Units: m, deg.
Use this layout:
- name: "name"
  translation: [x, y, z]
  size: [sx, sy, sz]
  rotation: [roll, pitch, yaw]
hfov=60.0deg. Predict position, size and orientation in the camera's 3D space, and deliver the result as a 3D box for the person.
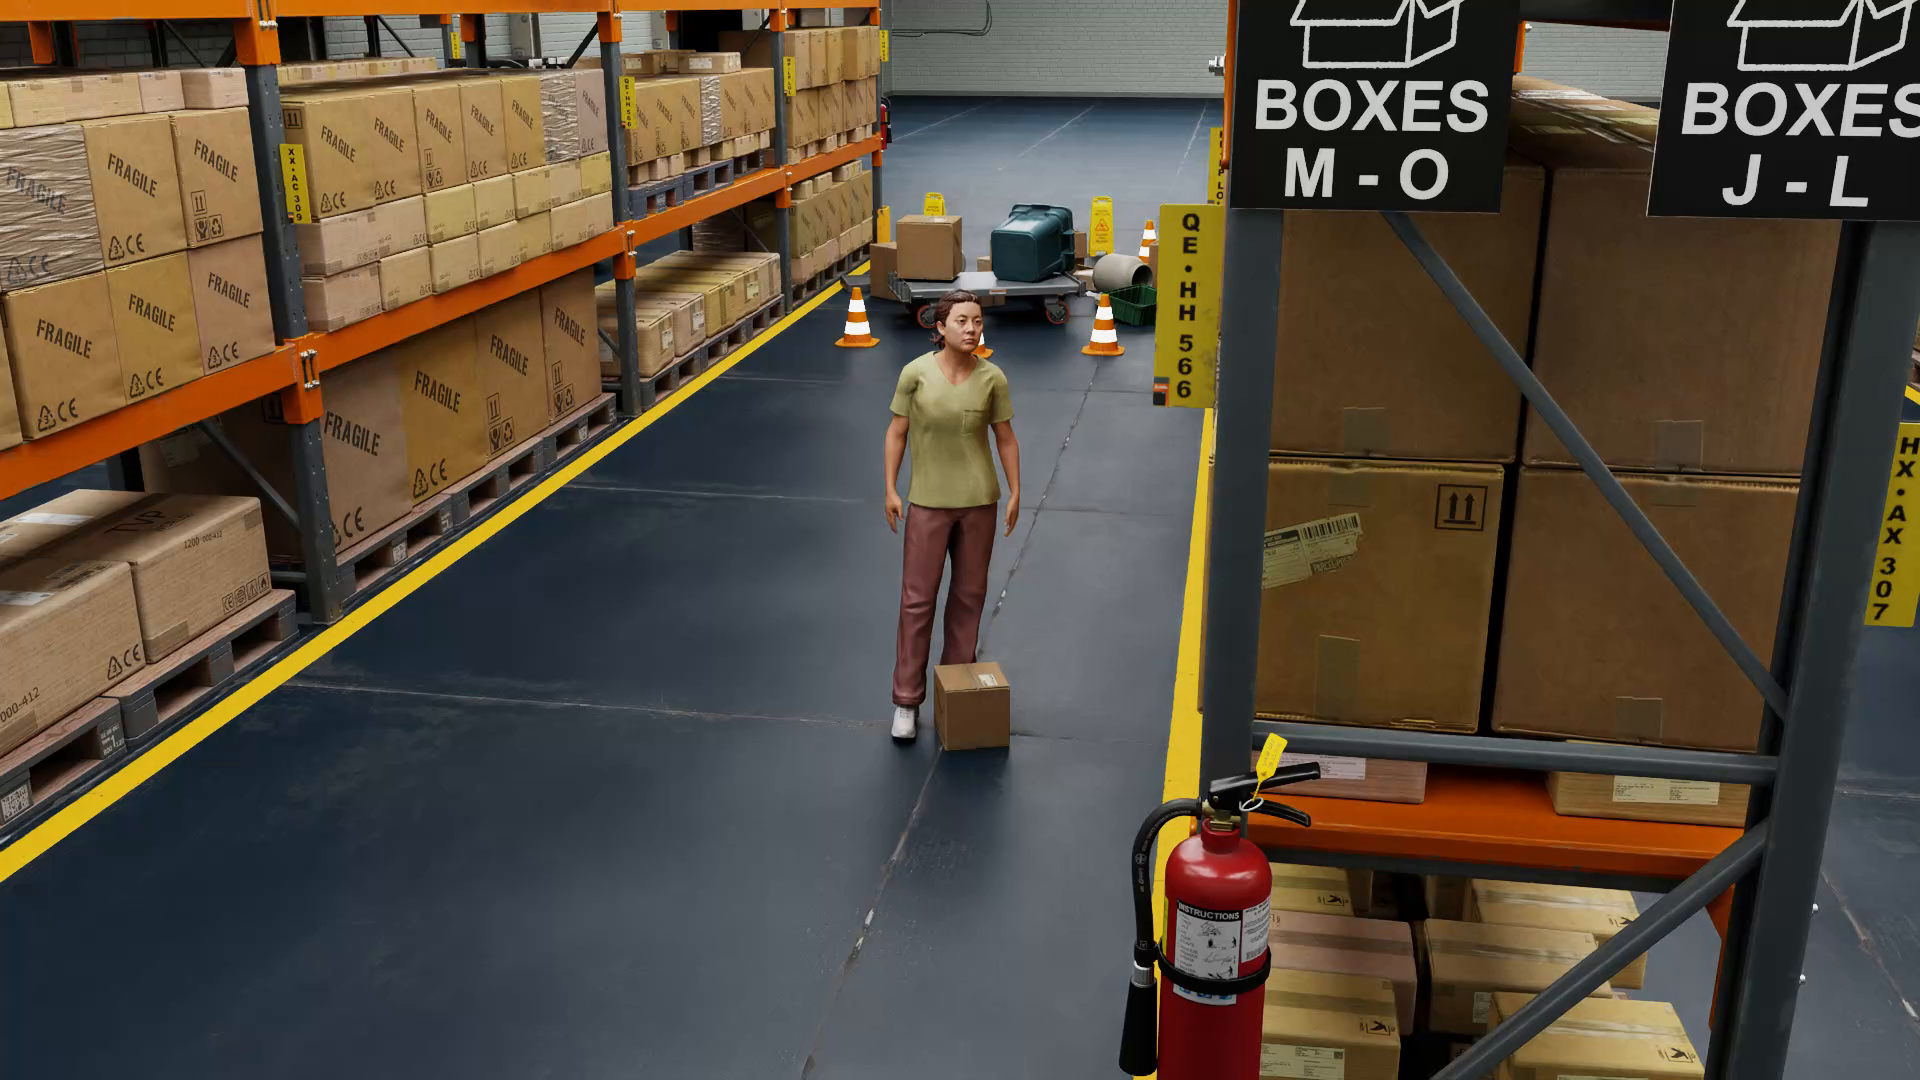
- name: "person"
  translation: [-0.024, -0.112, 6.372]
  size: [0.553, 1.673, 0.548]
  rotation: [-3, 18, -9]
